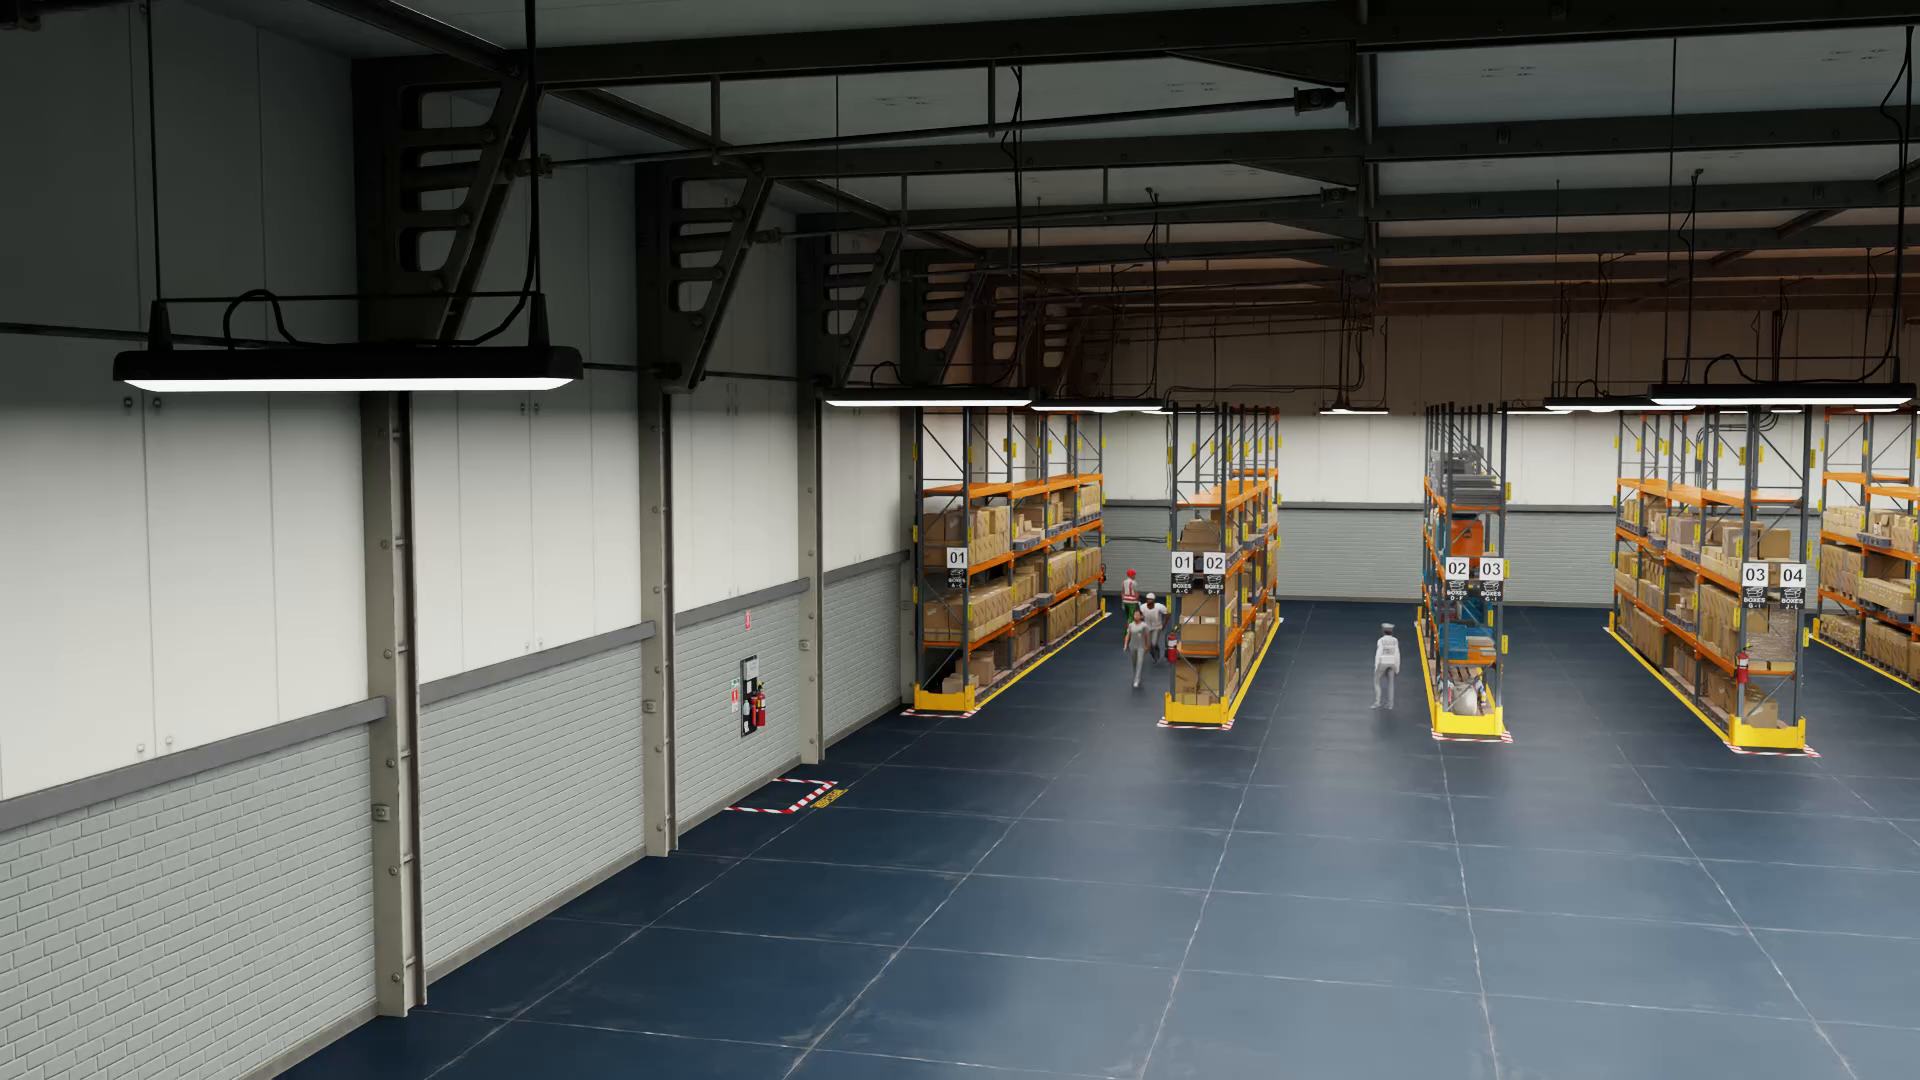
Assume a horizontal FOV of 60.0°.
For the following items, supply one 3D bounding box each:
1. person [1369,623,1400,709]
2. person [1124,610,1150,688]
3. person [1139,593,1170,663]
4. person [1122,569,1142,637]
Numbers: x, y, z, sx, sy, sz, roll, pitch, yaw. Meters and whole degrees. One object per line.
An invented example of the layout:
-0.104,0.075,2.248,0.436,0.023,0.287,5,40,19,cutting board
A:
8.367,2.494,32.621,0.563,1.712,0.377,-1,4,-12,person
3.758,2.284,35.353,0.505,1.604,1.060,1,4,17,person
4.490,2.042,38.559,0.740,1.670,0.681,2,5,23,person
4.433,1.644,43.242,0.729,1.787,0.583,-3,5,-33,person
